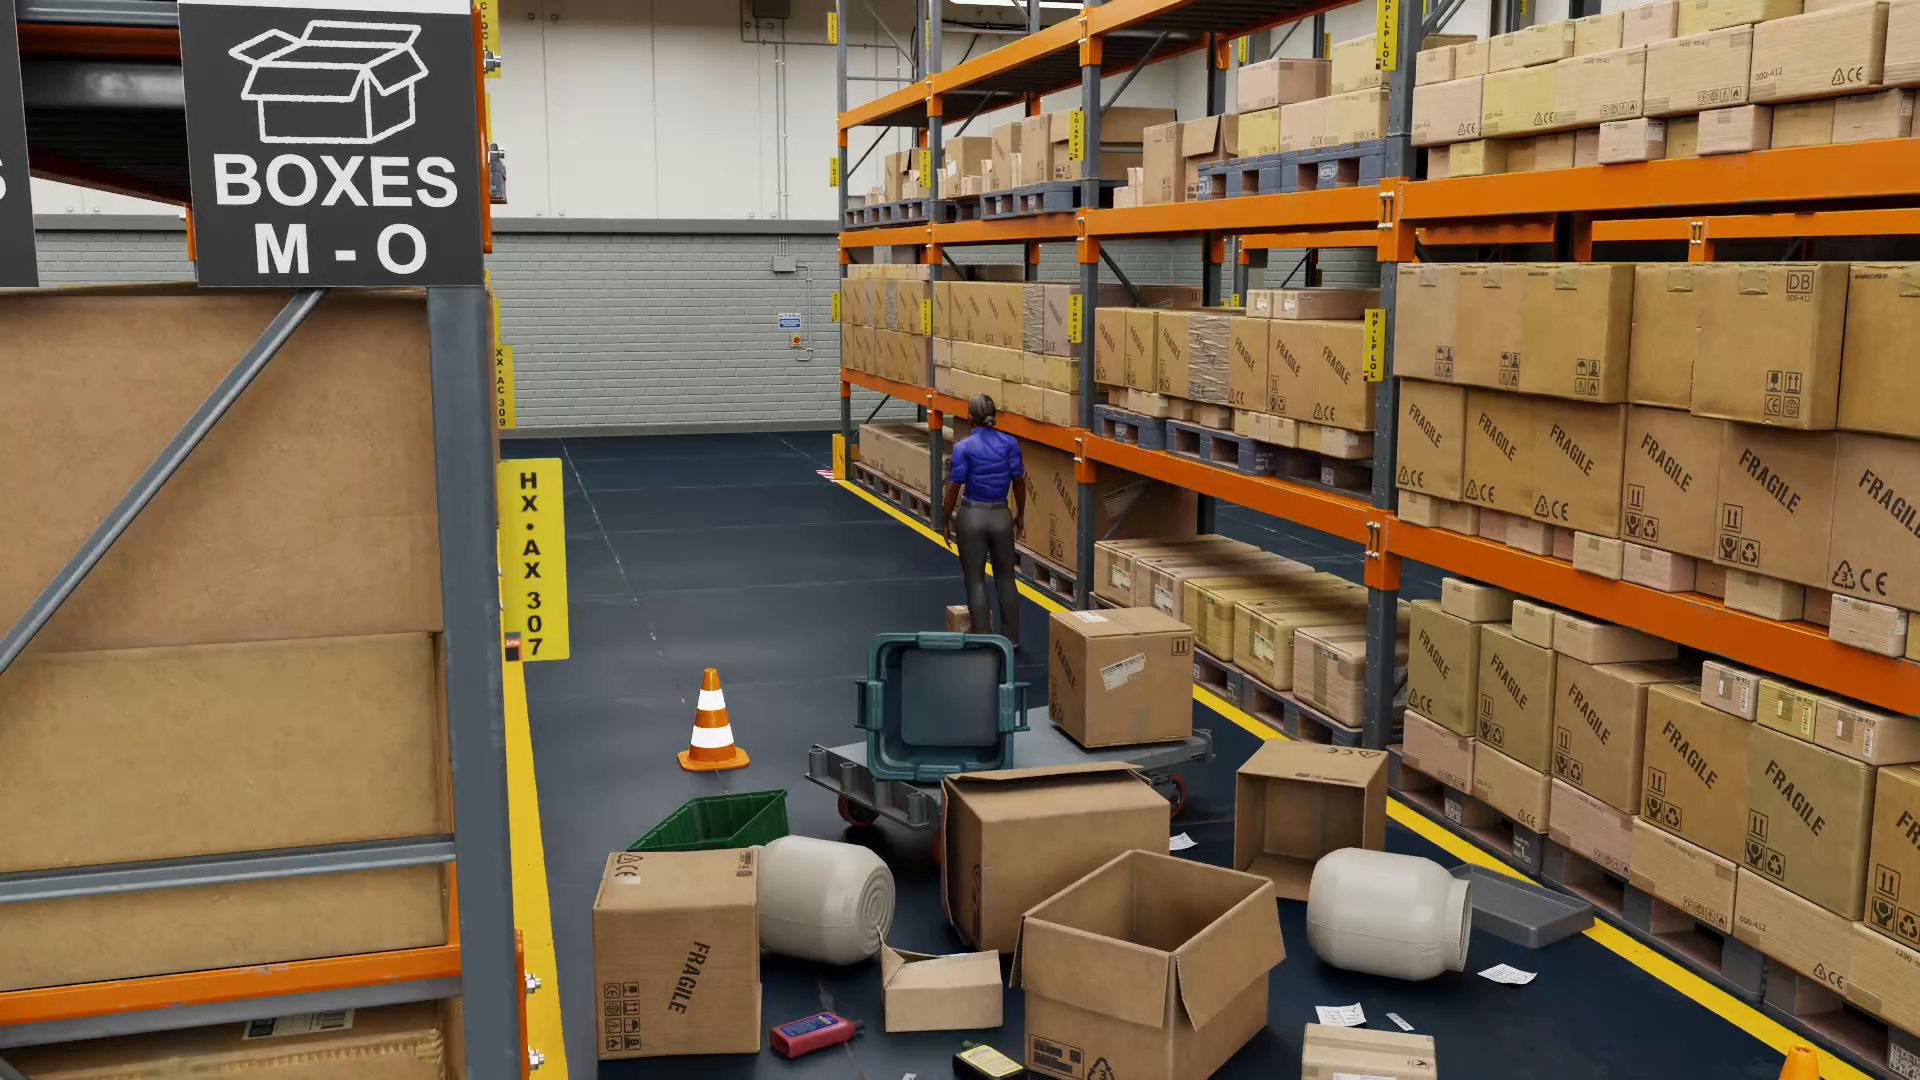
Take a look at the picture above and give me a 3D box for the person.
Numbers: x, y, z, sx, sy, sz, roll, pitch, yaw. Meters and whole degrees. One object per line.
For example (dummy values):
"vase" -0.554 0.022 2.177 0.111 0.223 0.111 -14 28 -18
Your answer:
"person" 0.146 -0.103 10.468 0.569 1.656 0.503 -3 10 -16
